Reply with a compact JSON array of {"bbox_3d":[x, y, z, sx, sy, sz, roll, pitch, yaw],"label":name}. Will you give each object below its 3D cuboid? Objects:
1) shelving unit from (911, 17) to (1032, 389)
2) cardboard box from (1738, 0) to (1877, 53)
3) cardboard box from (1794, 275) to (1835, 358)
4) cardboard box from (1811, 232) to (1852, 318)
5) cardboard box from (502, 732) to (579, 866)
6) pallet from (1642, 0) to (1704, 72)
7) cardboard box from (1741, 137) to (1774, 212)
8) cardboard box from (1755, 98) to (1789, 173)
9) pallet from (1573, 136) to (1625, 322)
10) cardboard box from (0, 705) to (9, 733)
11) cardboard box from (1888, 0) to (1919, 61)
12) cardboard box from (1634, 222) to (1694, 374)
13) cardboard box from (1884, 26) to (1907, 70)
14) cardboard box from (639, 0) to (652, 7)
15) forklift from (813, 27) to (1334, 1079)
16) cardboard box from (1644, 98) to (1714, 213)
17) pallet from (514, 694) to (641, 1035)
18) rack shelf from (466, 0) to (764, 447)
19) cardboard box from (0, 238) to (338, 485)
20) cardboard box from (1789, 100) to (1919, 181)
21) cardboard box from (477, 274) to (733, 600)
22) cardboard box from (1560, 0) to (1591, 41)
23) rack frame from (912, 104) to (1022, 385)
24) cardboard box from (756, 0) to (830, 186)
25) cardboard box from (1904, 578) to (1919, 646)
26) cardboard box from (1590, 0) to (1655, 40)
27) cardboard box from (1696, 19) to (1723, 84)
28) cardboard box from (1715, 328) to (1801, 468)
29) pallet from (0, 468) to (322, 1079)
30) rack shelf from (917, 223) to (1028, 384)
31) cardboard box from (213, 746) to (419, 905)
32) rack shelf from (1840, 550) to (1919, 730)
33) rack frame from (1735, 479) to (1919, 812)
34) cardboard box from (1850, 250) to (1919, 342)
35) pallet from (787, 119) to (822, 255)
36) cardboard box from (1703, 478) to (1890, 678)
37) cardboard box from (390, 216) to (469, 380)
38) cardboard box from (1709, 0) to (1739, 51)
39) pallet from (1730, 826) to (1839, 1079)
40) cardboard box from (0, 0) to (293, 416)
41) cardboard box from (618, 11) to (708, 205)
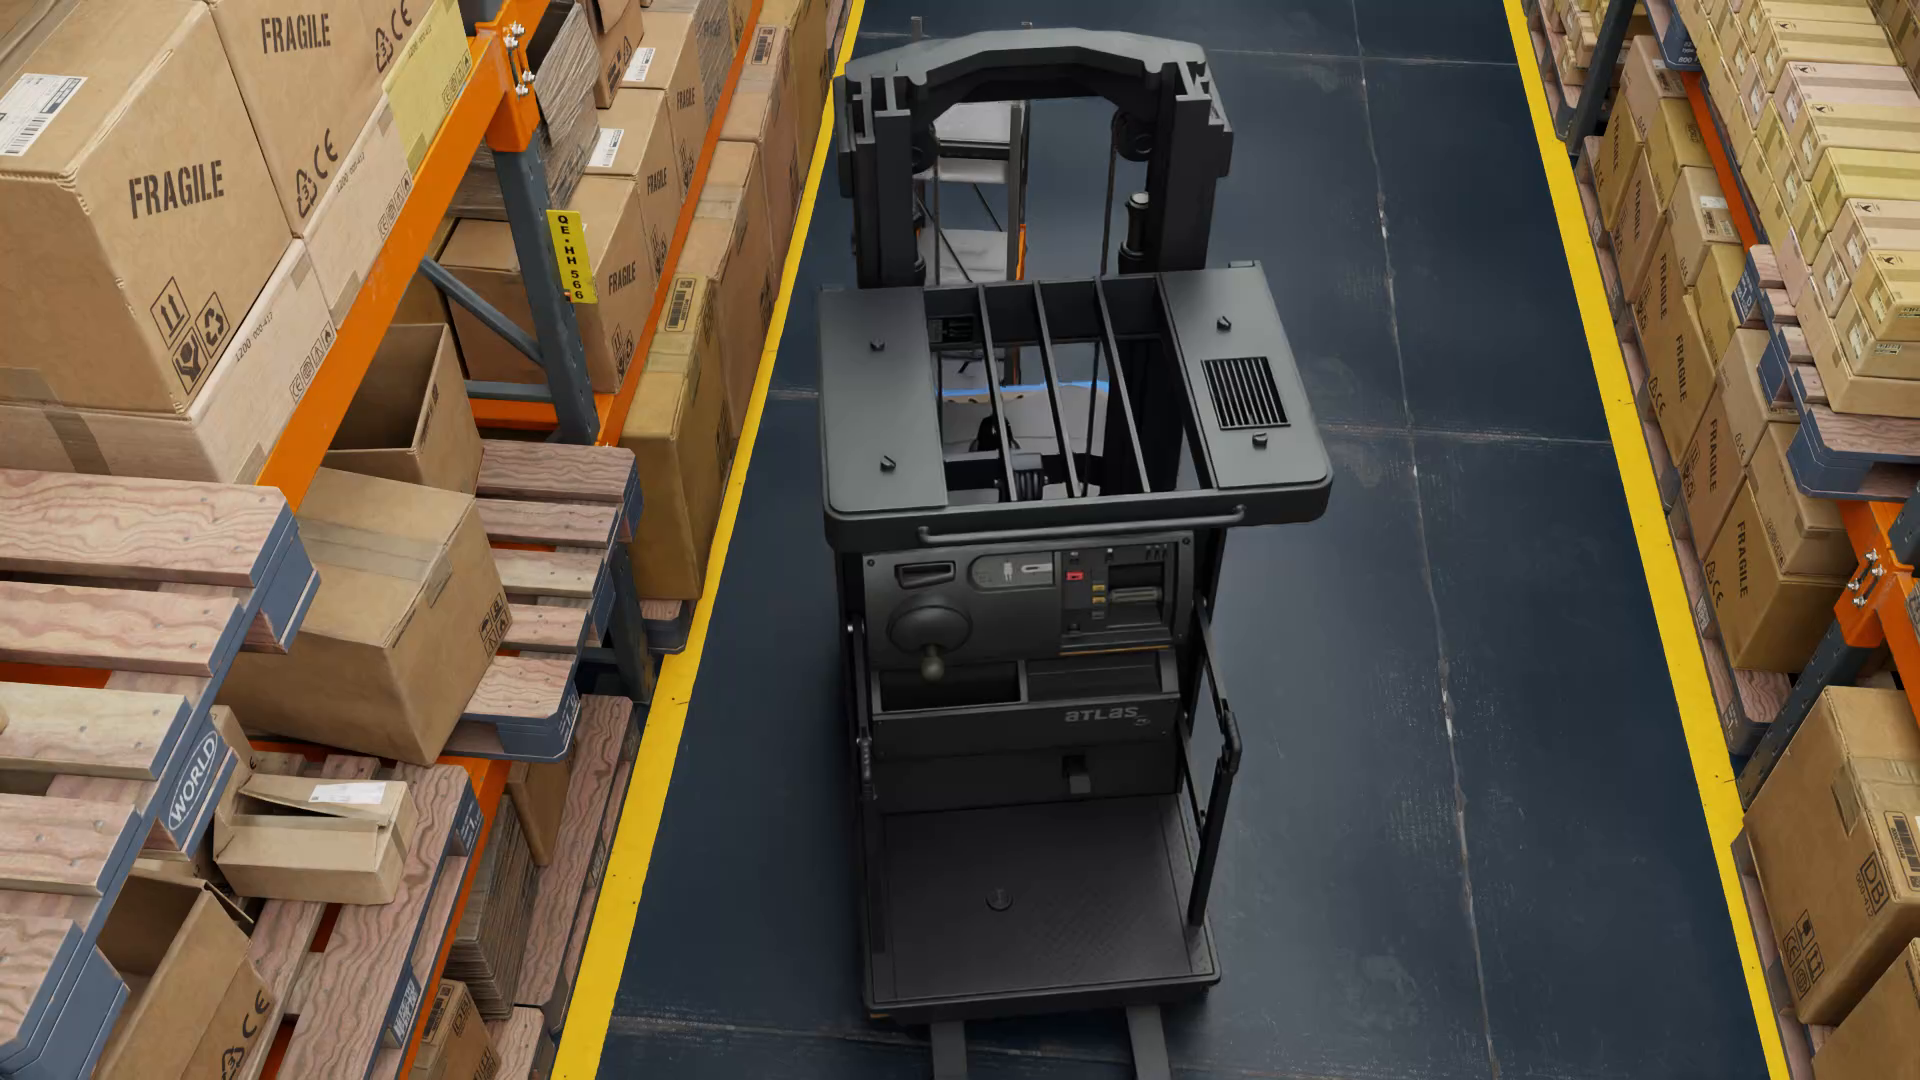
[{"bbox_3d":[0.015,-0.830,6.112,0.431,2.100,0.503,4,48,4],"label":"shelving unit"},{"bbox_3d":[3.012,-1.853,5.921,0.380,0.149,0.250,5,48,5],"label":"cardboard box"},{"bbox_3d":[2.891,-0.696,5.265,0.380,0.149,0.250,4,48,3],"label":"cardboard box"},{"bbox_3d":[2.894,-0.811,5.169,0.380,0.149,0.250,5,48,5],"label":"cardboard box"},{"bbox_3d":[-1.692,0.718,5.483,0.700,0.500,0.500,2,48,1],"label":"cardboard box"},{"bbox_3d":[3.430,-2.386,7.056,1.003,0.211,1.213,4,48,4],"label":"pallet"},{"bbox_3d":[2.964,-1.266,5.787,0.380,0.149,0.250,2,48,2],"label":"cardboard box"},{"bbox_3d":[2.964,-1.371,5.681,0.380,0.149,0.250,4,48,3],"label":"cardboard box"},{"bbox_3d":[3.575,-1.489,7.995,1.003,0.211,1.213,4,48,4],"label":"pallet"},{"bbox_3d":[-1.789,0.248,2.129,0.797,0.503,0.637,6,48,5],"label":"cardboard box"},{"bbox_3d":[3.688,-1.886,6.152,0.380,0.149,0.250,4,48,4],"label":"cardboard box"},{"bbox_3d":[3.232,-1.001,7.068,0.500,0.500,0.500,5,48,4],"label":"cardboard box"},{"bbox_3d":[3.690,-1.797,6.272,0.380,0.149,0.250,6,48,5],"label":"cardboard box"},{"bbox_3d":[-1.451,-2.352,6.146,0.797,0.503,0.637,5,48,5],"label":"cardboard box"},{"bbox_3d":[0.217,0.277,4.536,1.130,2.935,3.031,-4,48,-4],"label":"forklift"},{"bbox_3d":[3.268,-1.637,7.142,0.500,0.250,0.500,5,48,5],"label":"cardboard box"},{"bbox_3d":[-1.723,1.044,5.678,1.003,0.211,1.213,4,48,4],"label":"pallet"},{"bbox_3d":[-1.468,-1.698,6.784,1.077,0.370,4.000,4,48,4],"label":"rack shelf"},{"bbox_3d":[-1.530,-0.333,3.116,0.500,0.250,0.500,5,48,5],"label":"cardboard box"},{"bbox_3d":[2.937,-1.285,5.401,0.380,0.149,0.250,5,48,5],"label":"cardboard box"},{"bbox_3d":[-1.567,-0.402,6.266,1.225,0.875,0.875,2,48,2],"label":"cardboard box"},{"bbox_3d":[3.369,-2.735,8.691,0.380,0.149,0.250,2,48,2],"label":"cardboard box"},{"bbox_3d":[-0.007,-0.651,5.948,0.400,2.100,0.015,4,48,4],"label":"rack frame"},{"bbox_3d":[-1.324,-2.364,8.060,1.225,0.875,0.875,4,48,4],"label":"cardboard box"},{"bbox_3d":[2.970,0.215,4.479,0.500,0.500,0.500,4,48,4],"label":"cardboard box"},{"bbox_3d":[3.417,-2.662,8.422,0.380,0.149,0.250,5,48,5],"label":"cardboard box"},{"bbox_3d":[3.037,-1.841,6.313,0.380,0.149,0.250,3,48,3],"label":"cardboard box"},{"bbox_3d":[3.116,-0.507,6.108,0.500,0.250,0.500,4,48,4],"label":"cardboard box"},{"bbox_3d":[-1.761,0.310,2.554,1.213,0.211,1.003,4,48,4],"label":"pallet"},{"bbox_3d":[0.015,-0.821,6.122,0.431,0.518,0.480,4,48,4],"label":"rack shelf"},{"bbox_3d":[-1.534,0.676,3.931,0.396,0.266,0.258,3,48,2],"label":"cardboard box"},{"bbox_3d":[3.097,1.649,3.722,1.077,0.370,4.000,4,48,4],"label":"rack shelf"},{"bbox_3d":[3.280,-0.063,4.801,1.000,3.000,0.127,4,48,4],"label":"rack frame"},{"bbox_3d":[2.868,-0.712,4.877,0.380,0.149,0.250,2,48,2],"label":"cardboard box"},{"bbox_3d":[-1.281,-1.897,8.368,1.003,0.211,1.213,4,48,4],"label":"pallet"},{"bbox_3d":[3.079,0.137,6.027,0.500,0.500,0.500,4,48,3],"label":"cardboard box"},{"bbox_3d":[-1.852,-0.884,5.484,0.500,0.500,0.500,5,48,5],"label":"cardboard box"},{"bbox_3d":[3.036,-1.937,6.199,0.380,0.149,0.250,3,48,3],"label":"cardboard box"},{"bbox_3d":[3.133,1.452,5.305,1.003,0.211,1.213,4,48,4],"label":"pallet"},{"bbox_3d":[-1.541,-0.578,2.833,0.500,0.500,0.500,5,48,4],"label":"cardboard box"},{"bbox_3d":[-1.247,-1.600,6.139,0.500,0.500,0.500,3,48,3],"label":"cardboard box"}]
